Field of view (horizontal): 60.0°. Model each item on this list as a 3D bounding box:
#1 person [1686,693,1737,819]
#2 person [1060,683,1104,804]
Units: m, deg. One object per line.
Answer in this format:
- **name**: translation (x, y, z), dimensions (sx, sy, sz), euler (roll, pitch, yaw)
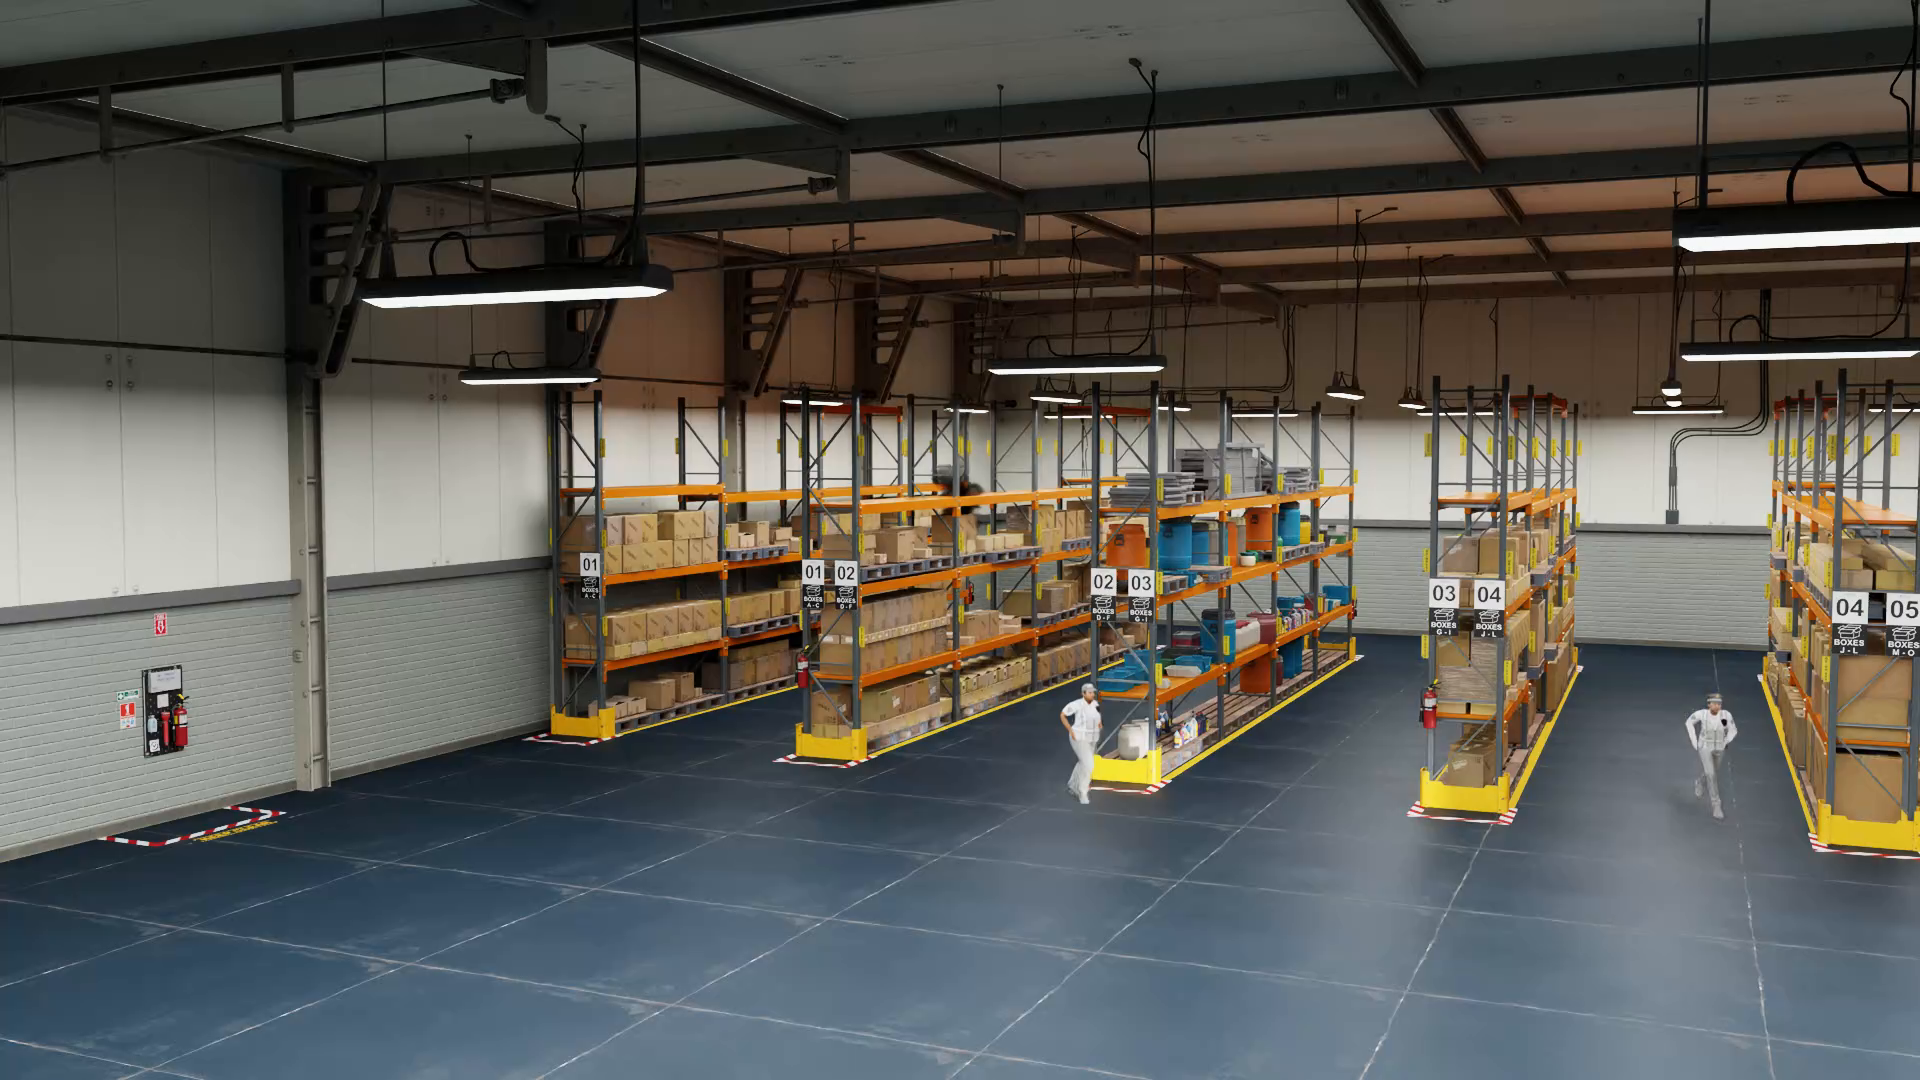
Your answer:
- **person**: translation (10.353, 2.911, 22.945), dimensions (0.619, 1.684, 1.066), euler (0, 3, 6)
- **person**: translation (1.765, 2.889, 23.617), dimensions (0.589, 1.727, 0.670), euler (-3, 4, -42)
